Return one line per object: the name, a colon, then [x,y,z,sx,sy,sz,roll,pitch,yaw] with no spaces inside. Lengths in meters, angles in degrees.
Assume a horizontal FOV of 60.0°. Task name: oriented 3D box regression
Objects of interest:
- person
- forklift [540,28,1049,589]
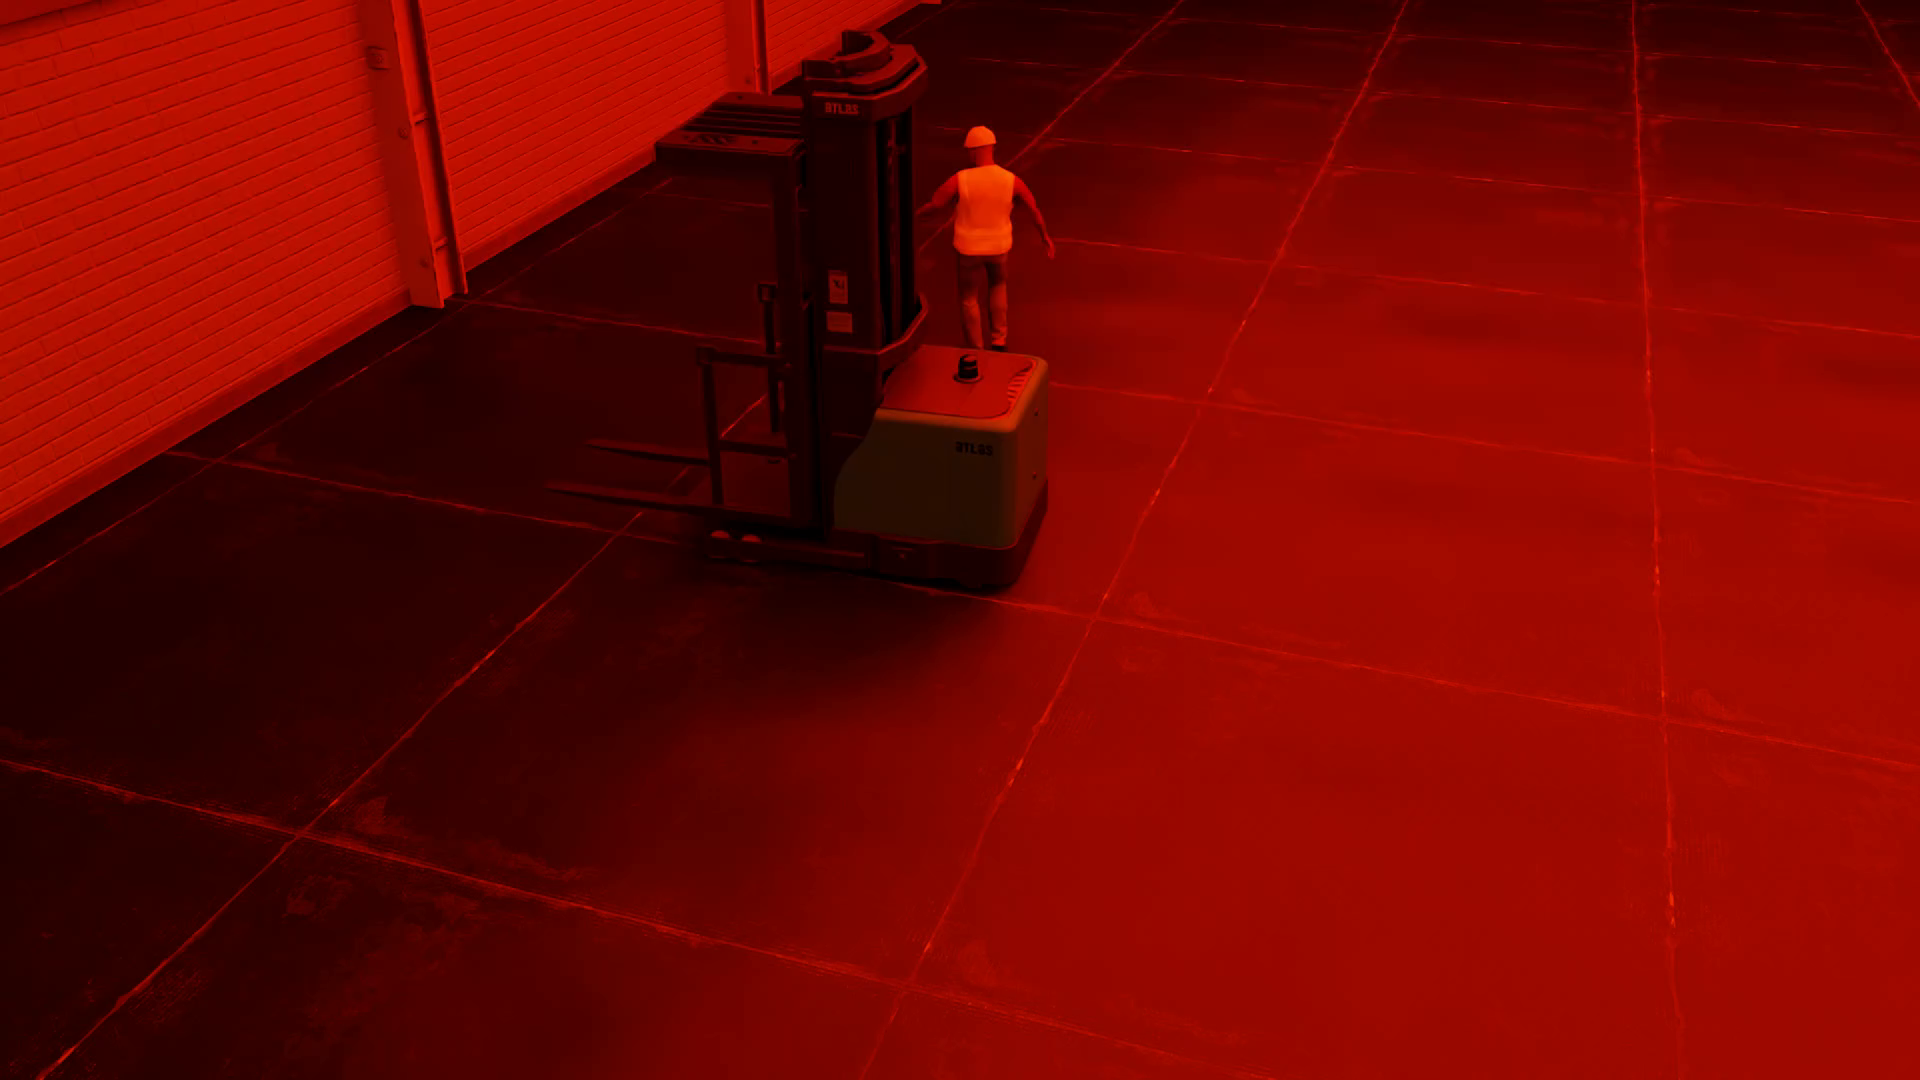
person: [0.174,-2.164,12.185,1.032,1.792,0.592,-3,30,-5]
forklift: [-1.035,-1.380,9.558,3.031,2.935,1.130,7,30,13]
